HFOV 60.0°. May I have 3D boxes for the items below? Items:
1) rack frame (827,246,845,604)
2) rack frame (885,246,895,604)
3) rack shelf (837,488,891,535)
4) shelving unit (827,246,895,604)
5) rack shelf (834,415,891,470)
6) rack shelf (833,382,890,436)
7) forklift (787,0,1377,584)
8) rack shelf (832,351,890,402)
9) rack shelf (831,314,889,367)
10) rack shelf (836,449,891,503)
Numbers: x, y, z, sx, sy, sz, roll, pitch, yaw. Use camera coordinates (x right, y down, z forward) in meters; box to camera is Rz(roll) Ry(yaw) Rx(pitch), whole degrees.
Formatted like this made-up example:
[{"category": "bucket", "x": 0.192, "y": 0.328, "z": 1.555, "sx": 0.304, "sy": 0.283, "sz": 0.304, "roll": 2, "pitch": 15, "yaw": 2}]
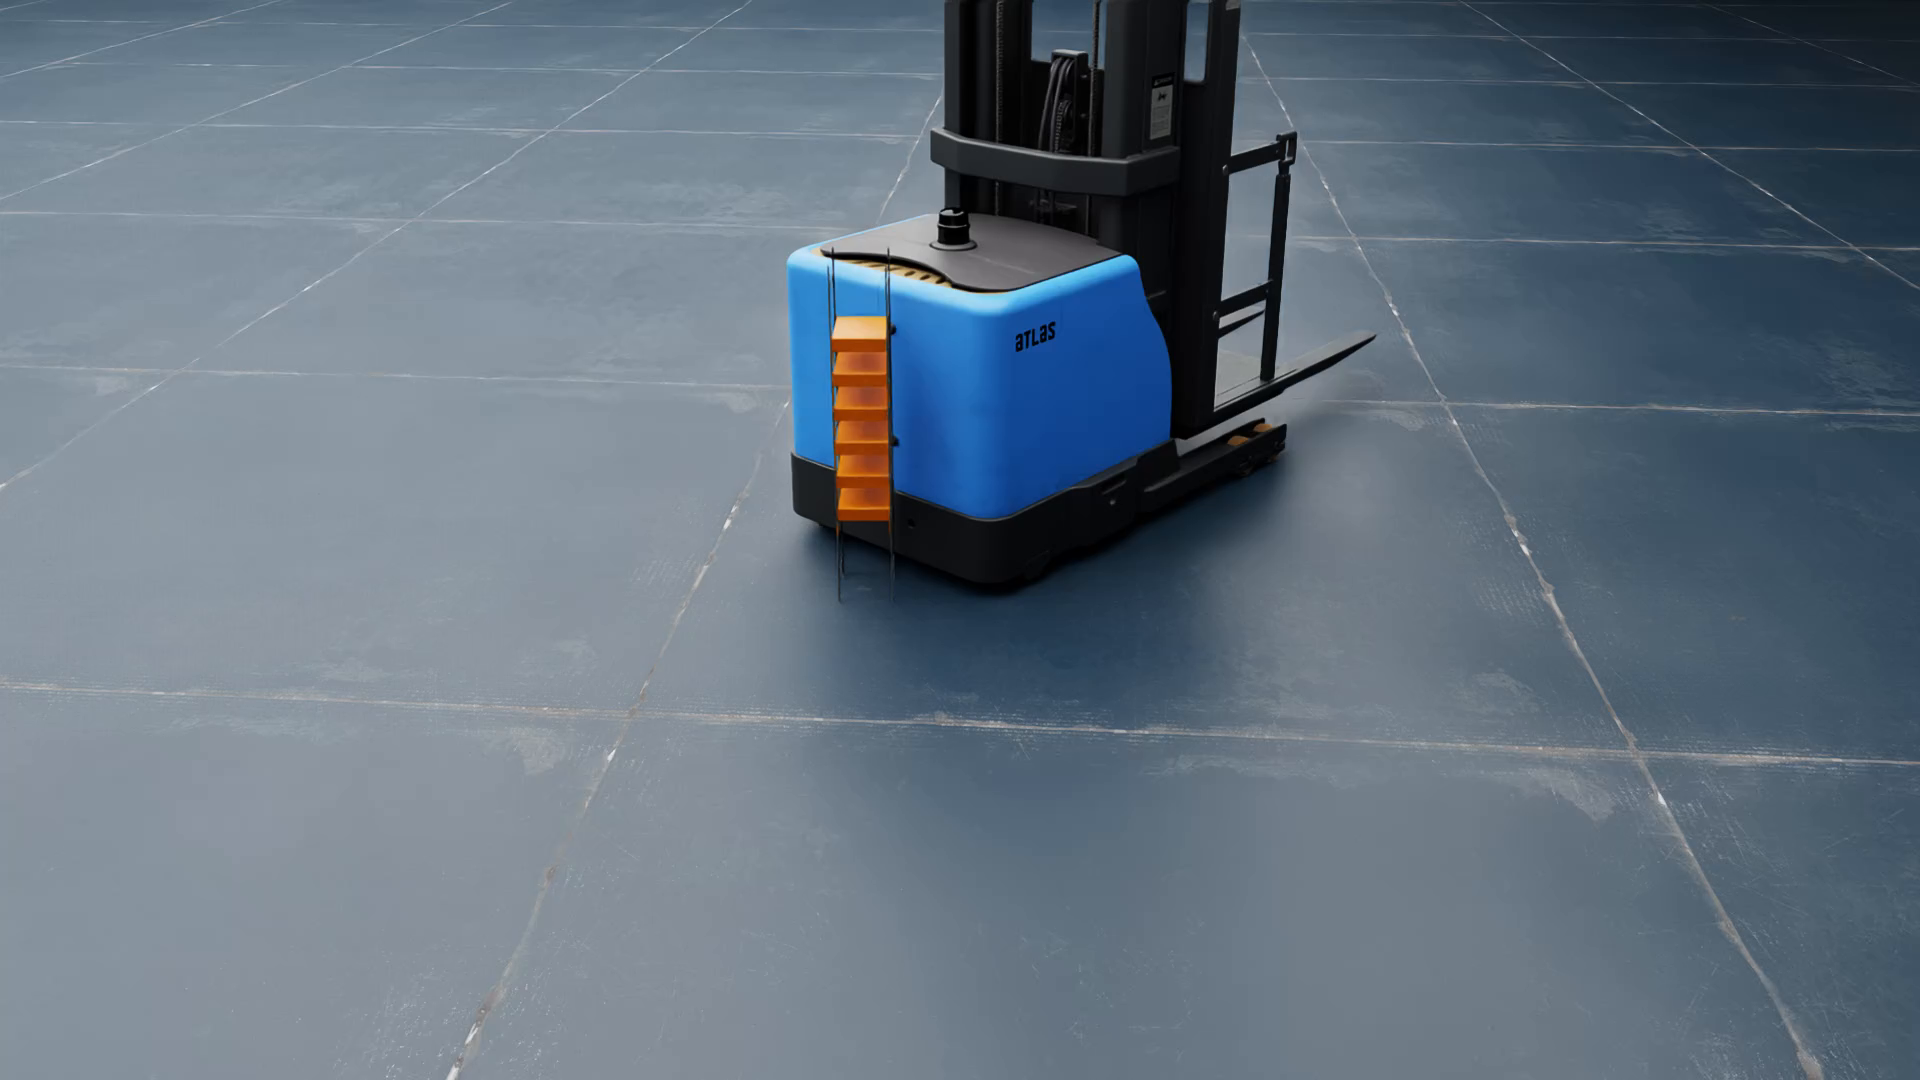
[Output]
[{"category": "rack frame", "x": -0.418, "y": -0.373, "z": 5.625, "sx": 0.006, "sy": 1.200, "sz": 0.240, "roll": 0, "pitch": 25, "yaw": 0}, {"category": "rack frame", "x": -0.235, "y": -0.374, "z": 5.625, "sx": 0.006, "sy": 1.200, "sz": 0.240, "roll": 0, "pitch": 25, "yaw": 0}, {"category": "rack shelf", "x": -0.327, "y": -0.115, "z": 5.745, "sx": 0.180, "sy": 0.103, "sz": 0.258, "roll": 0, "pitch": 25, "yaw": 0}, {"category": "shelving unit", "x": -0.327, "y": -0.373, "z": 5.625, "sx": 0.189, "sy": 1.200, "sz": 0.258, "roll": 0, "pitch": 25, "yaw": 0}, {"category": "rack shelf", "x": -0.327, "y": -0.333, "z": 5.644, "sx": 0.180, "sy": 0.103, "sz": 0.258, "roll": 0, "pitch": 25, "yaw": 0}, {"category": "rack shelf", "x": -0.327, "y": -0.442, "z": 5.593, "sx": 0.180, "sy": 0.103, "sz": 0.258, "roll": 0, "pitch": 25, "yaw": 0}, {"category": "forklift", "x": 0.714, "y": -1.717, "z": 6.474, "sx": 1.130, "sy": 2.935, "sz": 3.031, "roll": 20, "pitch": 31, "yaw": 37}, {"category": "rack shelf", "x": -0.327, "y": -0.551, "z": 5.543, "sx": 0.180, "sy": 0.103, "sz": 0.258, "roll": 0, "pitch": 25, "yaw": 0}, {"category": "rack shelf", "x": -0.327, "y": -0.660, "z": 5.492, "sx": 0.180, "sy": 0.103, "sz": 0.258, "roll": 0, "pitch": 25, "yaw": 0}, {"category": "rack shelf", "x": -0.327, "y": -0.224, "z": 5.694, "sx": 0.180, "sy": 0.103, "sz": 0.258, "roll": 0, "pitch": 25, "yaw": 0}]
